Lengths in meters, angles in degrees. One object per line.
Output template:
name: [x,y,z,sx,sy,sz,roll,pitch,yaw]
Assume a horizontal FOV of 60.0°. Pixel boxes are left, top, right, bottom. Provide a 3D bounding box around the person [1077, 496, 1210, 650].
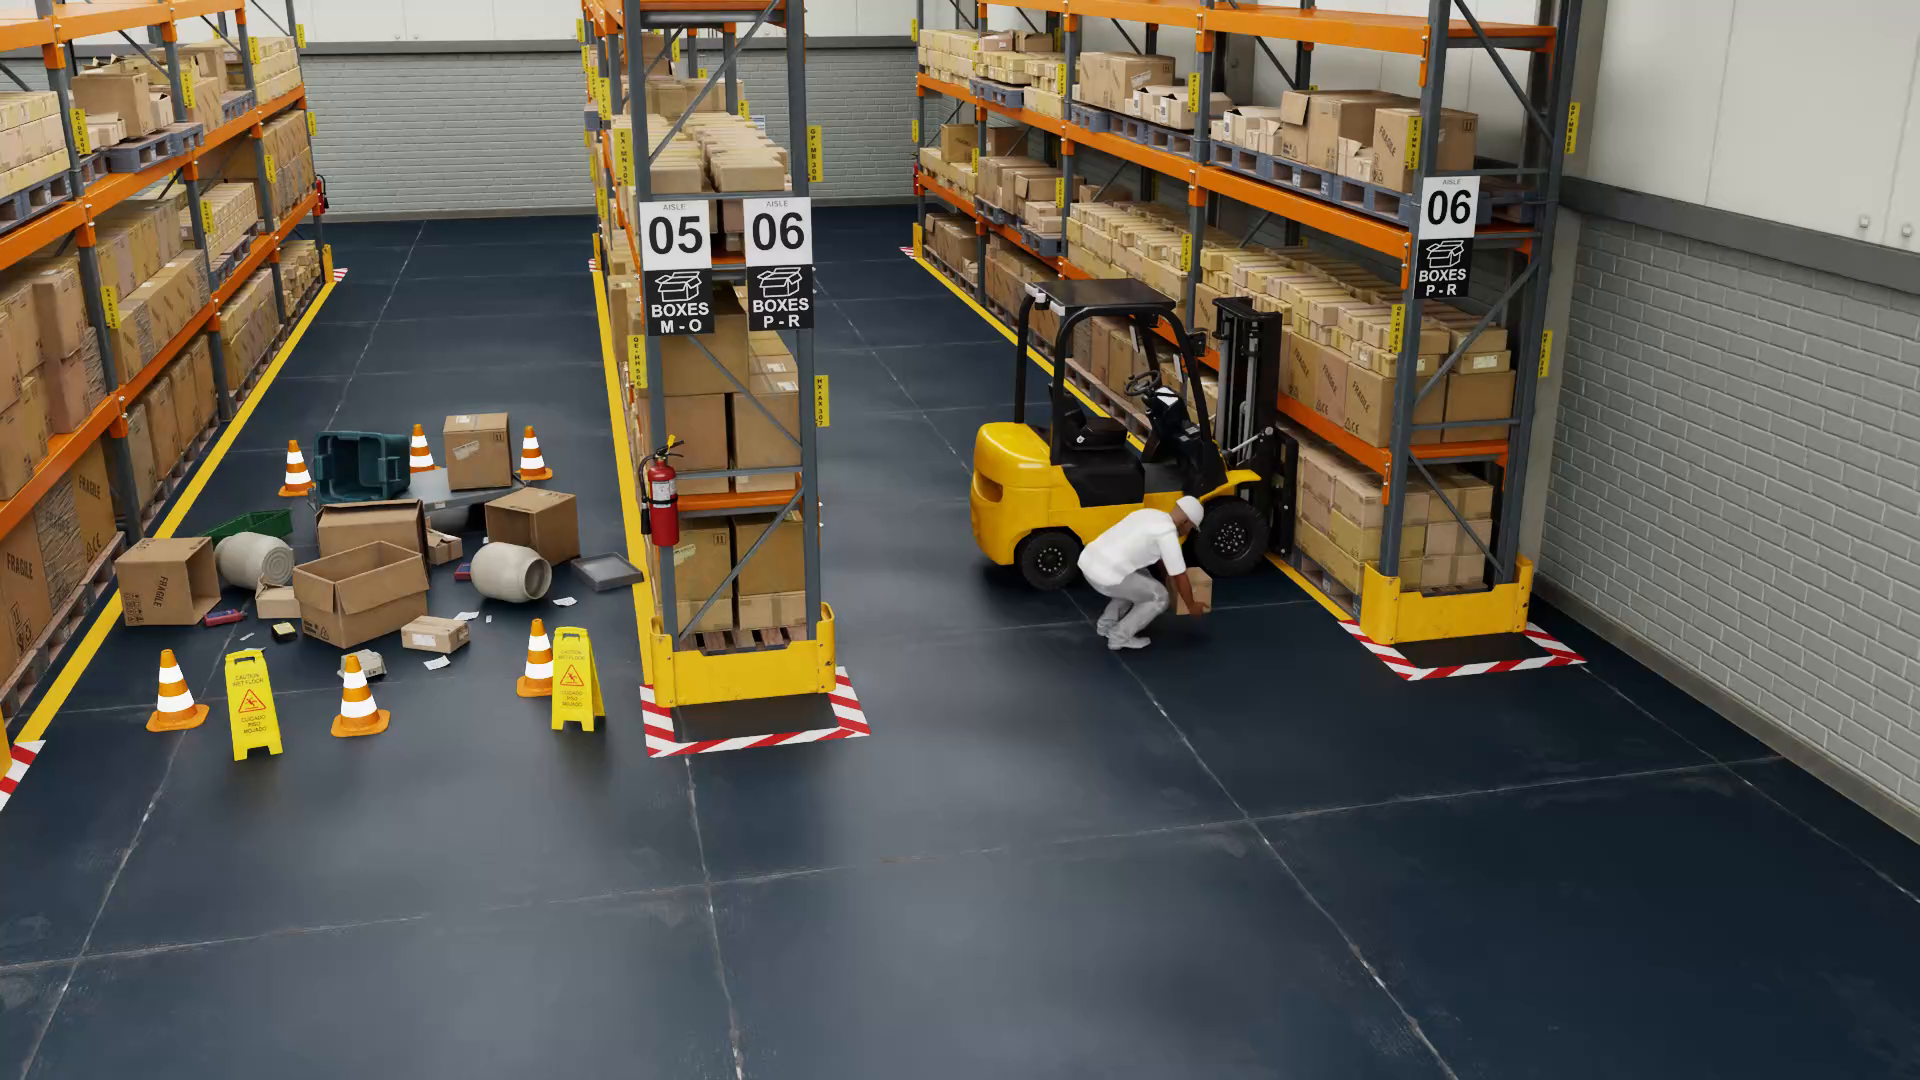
person: [1.269,0.209,11.588,0.911,1.010,0.536,-5,20,-14]
